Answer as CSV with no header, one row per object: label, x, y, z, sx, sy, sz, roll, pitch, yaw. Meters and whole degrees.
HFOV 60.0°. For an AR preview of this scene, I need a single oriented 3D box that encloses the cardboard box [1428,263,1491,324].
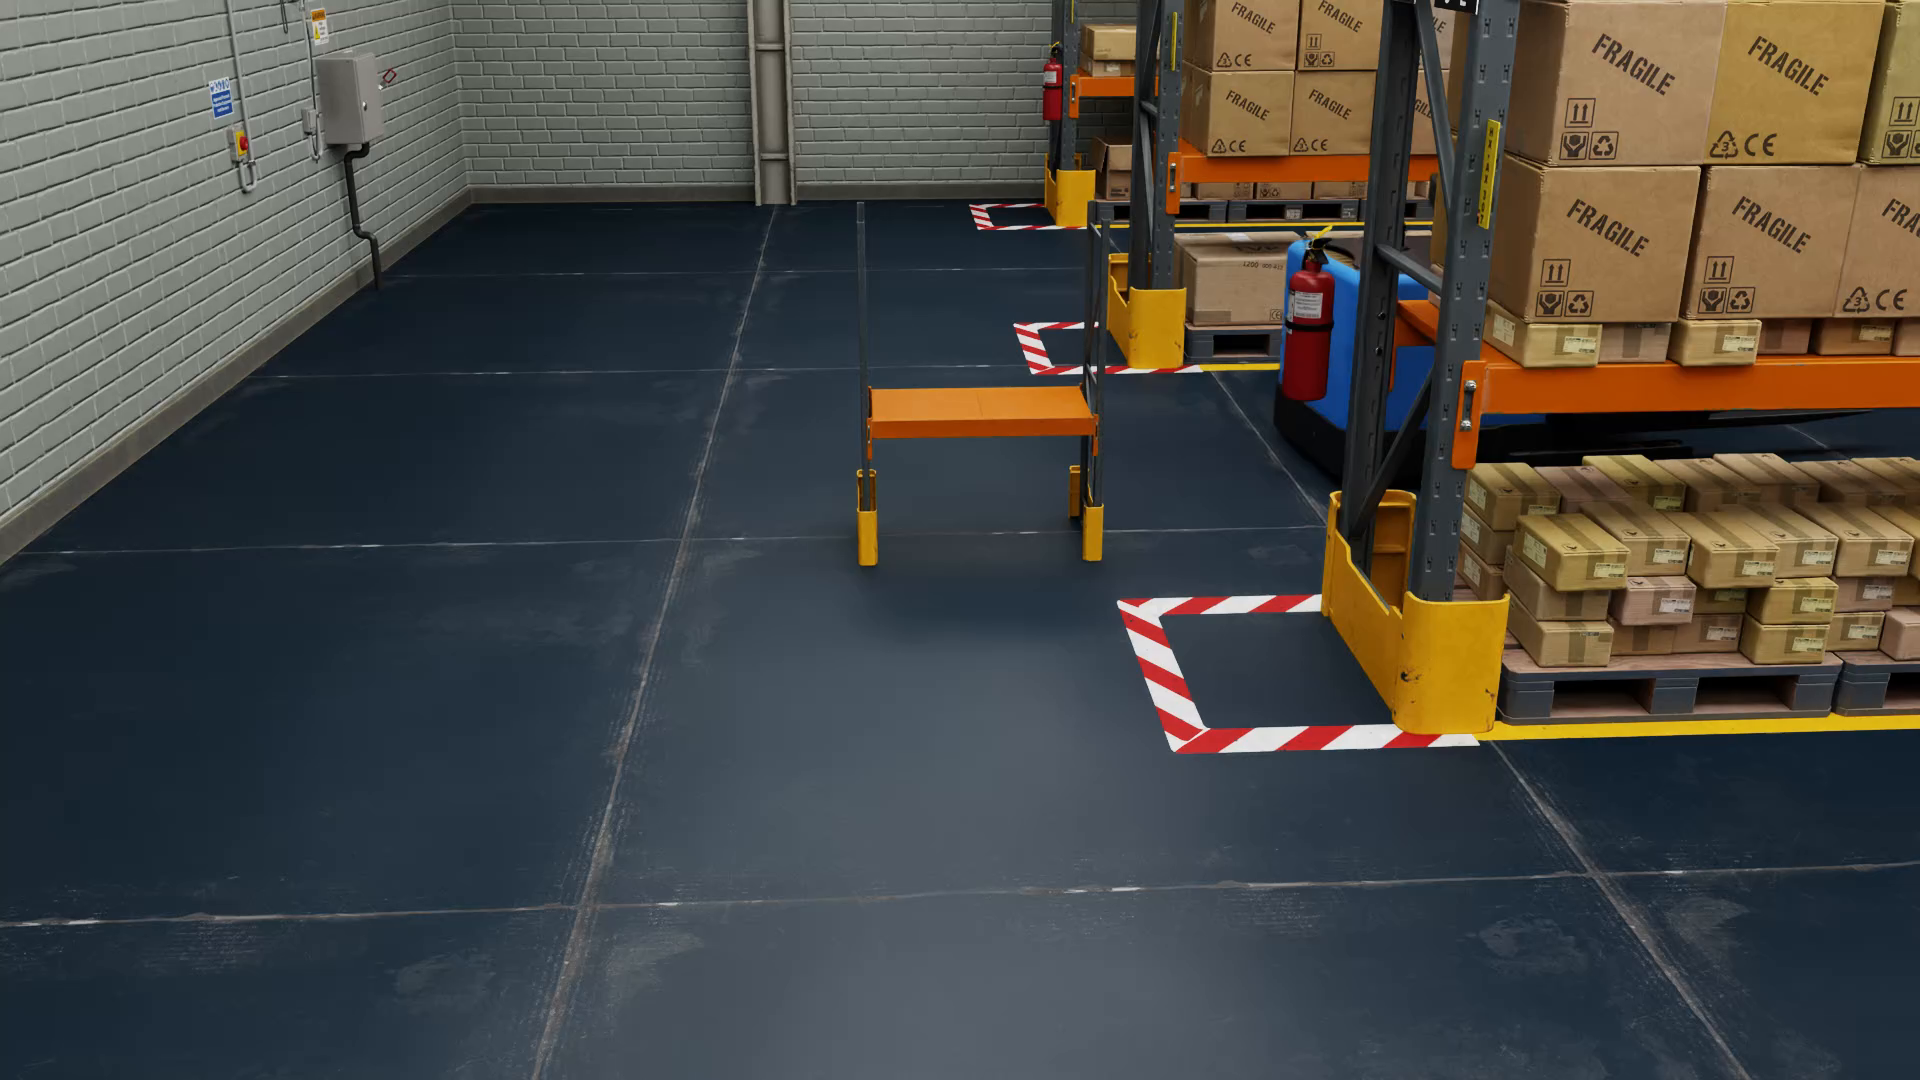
cardboard box,1.922,-0.917,6.166,0.250,0.149,0.380,-1,21,-3

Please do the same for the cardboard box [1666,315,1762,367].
cardboard box,2.478,-0.706,5.613,0.250,0.149,0.380,-2,21,-5

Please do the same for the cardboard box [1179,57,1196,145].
cardboard box,1.696,-2.834,10.708,0.500,0.500,0.500,-1,21,-3

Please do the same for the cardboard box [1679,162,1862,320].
cardboard box,2.610,-1.044,5.588,0.500,0.500,0.500,-1,21,-3

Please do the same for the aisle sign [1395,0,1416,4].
aisle sign,1.523,-2.247,5.654,0.004,0.787,0.394,-1,21,-3

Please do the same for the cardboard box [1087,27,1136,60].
cardboard box,1.411,-4.429,14.831,0.500,0.250,0.500,-1,21,-3

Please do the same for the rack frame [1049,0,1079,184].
rack frame,0.942,-4.447,15.085,0.127,3.000,1.000,-1,21,-3

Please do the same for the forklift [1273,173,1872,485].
forklift,3.275,-1.871,8.417,3.031,2.935,1.130,-3,21,-9

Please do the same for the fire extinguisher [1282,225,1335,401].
fire extinguisher,1.335,-0.876,6.338,0.183,0.674,0.296,-1,21,-3

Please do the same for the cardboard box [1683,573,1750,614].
cardboard box,2.667,0.129,6.066,0.250,0.149,0.380,-1,21,-2

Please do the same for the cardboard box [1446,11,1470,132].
cardboard box,2.056,-1.678,5.848,0.500,0.500,0.500,-2,21,-4

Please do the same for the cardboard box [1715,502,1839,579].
cardboard box,2.926,-0.001,5.989,0.250,0.149,0.380,-2,21,-6

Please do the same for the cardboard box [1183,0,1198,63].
cardboard box,1.697,-3.292,10.506,0.500,0.500,0.500,0,21,-1

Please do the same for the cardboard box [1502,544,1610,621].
cardboard box,2.151,0.150,6.008,0.250,0.149,0.380,0,21,-1

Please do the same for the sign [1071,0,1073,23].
sign,0.974,-4.658,14.424,0.005,0.325,0.100,-1,21,-3

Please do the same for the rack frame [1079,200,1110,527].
rack frame,0.593,-0.713,7.386,0.032,1.500,0.500,-1,21,-3

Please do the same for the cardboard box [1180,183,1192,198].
cardboard box,1.985,-3.284,15.448,0.250,0.149,0.380,-2,21,-5

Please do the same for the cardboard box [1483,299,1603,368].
cardboard box,1.955,-0.700,5.597,0.250,0.149,0.380,-1,21,-3

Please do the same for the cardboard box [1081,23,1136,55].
cardboard box,1.387,-4.619,15.331,0.500,0.250,0.500,-1,21,-1

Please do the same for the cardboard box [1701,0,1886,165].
cardboard box,2.580,-1.507,5.401,0.500,0.500,0.500,-1,21,-1

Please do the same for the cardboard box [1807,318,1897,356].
cardboard box,3.002,-0.757,5.746,0.250,0.149,0.380,-1,21,-4

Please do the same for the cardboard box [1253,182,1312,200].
cardboard box,2.948,-3.432,15.343,0.500,0.500,0.500,-1,21,-2

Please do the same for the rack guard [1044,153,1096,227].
rack guard,1.018,-3.280,15.533,0.348,0.500,1.175,-1,21,-3

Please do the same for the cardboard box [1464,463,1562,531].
cardboard box,2.127,-0.170,6.432,0.250,0.149,0.380,-1,21,-2

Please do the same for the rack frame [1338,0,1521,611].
rack frame,1.613,-0.927,5.840,0.127,3.000,1.000,-1,21,-3

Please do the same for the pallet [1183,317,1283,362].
pallet,2.023,-1.424,11.065,1.213,0.211,1.003,-1,21,-3

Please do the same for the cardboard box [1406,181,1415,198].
cardboard box,4.040,-3.324,15.387,0.258,0.266,0.396,0,21,-1

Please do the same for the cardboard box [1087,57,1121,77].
cardboard box,1.286,-4.238,14.891,0.250,0.149,0.380,-1,21,-3

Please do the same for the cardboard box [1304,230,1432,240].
cardboard box,2.796,-1.753,11.020,0.875,0.438,0.875,-1,21,-2

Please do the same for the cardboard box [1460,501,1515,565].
cardboard box,2.124,-0.042,6.514,0.250,0.149,0.380,-2,21,-5

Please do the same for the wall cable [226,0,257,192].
wall cable,-4.399,-3.050,9.945,0.123,1.953,0.585,-1,21,-3

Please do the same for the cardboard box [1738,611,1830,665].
cardboard box,2.920,0.304,6.024,0.250,0.149,0.380,-1,21,-2

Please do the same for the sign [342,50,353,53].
sign,-4.608,-3.437,12.565,0.001,0.494,0.329,-1,21,-3

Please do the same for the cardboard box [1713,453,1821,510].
cardboard box,3.160,-0.213,6.545,0.250,0.149,0.380,0,21,-1

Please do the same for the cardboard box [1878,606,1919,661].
cardboard box,3.423,0.291,6.058,0.250,0.149,0.380,-2,21,-6

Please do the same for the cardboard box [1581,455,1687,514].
cardboard box,2.633,-0.205,6.524,0.250,0.149,0.380,-2,21,-4

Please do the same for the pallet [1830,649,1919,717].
pallet,3.717,0.347,6.413,1.213,0.211,1.003,-1,21,-3

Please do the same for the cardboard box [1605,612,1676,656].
cardboard box,2.411,0.278,6.093,0.250,0.149,0.380,-1,21,-3

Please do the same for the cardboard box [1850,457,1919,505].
cardboard box,3.689,-0.194,6.496,0.250,0.149,0.380,-1,21,-3

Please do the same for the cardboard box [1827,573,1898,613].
cardboard box,3.189,0.123,6.081,0.250,0.149,0.380,-2,21,-6

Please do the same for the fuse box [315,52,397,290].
fuse box,-4.373,-2.708,12.328,0.414,1.711,0.539,-1,21,-3

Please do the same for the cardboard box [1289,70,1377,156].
cardboard box,2.229,-2.658,10.246,0.500,0.500,0.500,-1,21,-4

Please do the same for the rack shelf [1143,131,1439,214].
rack shelf,3.226,-2.388,10.688,4.000,0.370,1.077,-1,21,-3

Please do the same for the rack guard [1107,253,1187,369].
rack guard,1.206,-1.515,10.897,0.348,0.500,1.175,-1,21,-3

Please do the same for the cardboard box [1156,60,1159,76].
cardboard box,1.798,-4.278,14.994,0.250,0.149,0.380,-1,21,-4

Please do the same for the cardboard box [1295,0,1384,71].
cardboard box,2.240,-3.119,10.052,0.500,0.500,0.500,-2,21,-5

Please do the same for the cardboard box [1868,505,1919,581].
cardboard box,3.468,0.007,5.967,0.250,0.149,0.380,-1,21,-2

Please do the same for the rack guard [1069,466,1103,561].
rack guard,0.573,-0.128,7.607,0.087,0.250,0.587,-1,21,-3

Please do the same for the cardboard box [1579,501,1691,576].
cardboard box,2.424,-0.007,6.005,0.250,0.149,0.380,-1,21,-2

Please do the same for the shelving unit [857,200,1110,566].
shelving unit,0.076,-0.702,7.358,1.083,1.500,0.587,-1,21,-3

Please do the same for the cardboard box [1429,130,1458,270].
cardboard box,2.047,-1.213,6.034,0.500,0.500,0.500,-1,21,-2

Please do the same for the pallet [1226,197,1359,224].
pallet,3.029,-3.185,15.691,1.213,0.211,1.003,-1,21,-3

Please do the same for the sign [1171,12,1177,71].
sign,1.255,-2.928,9.767,0.005,0.325,0.100,-1,21,-3
